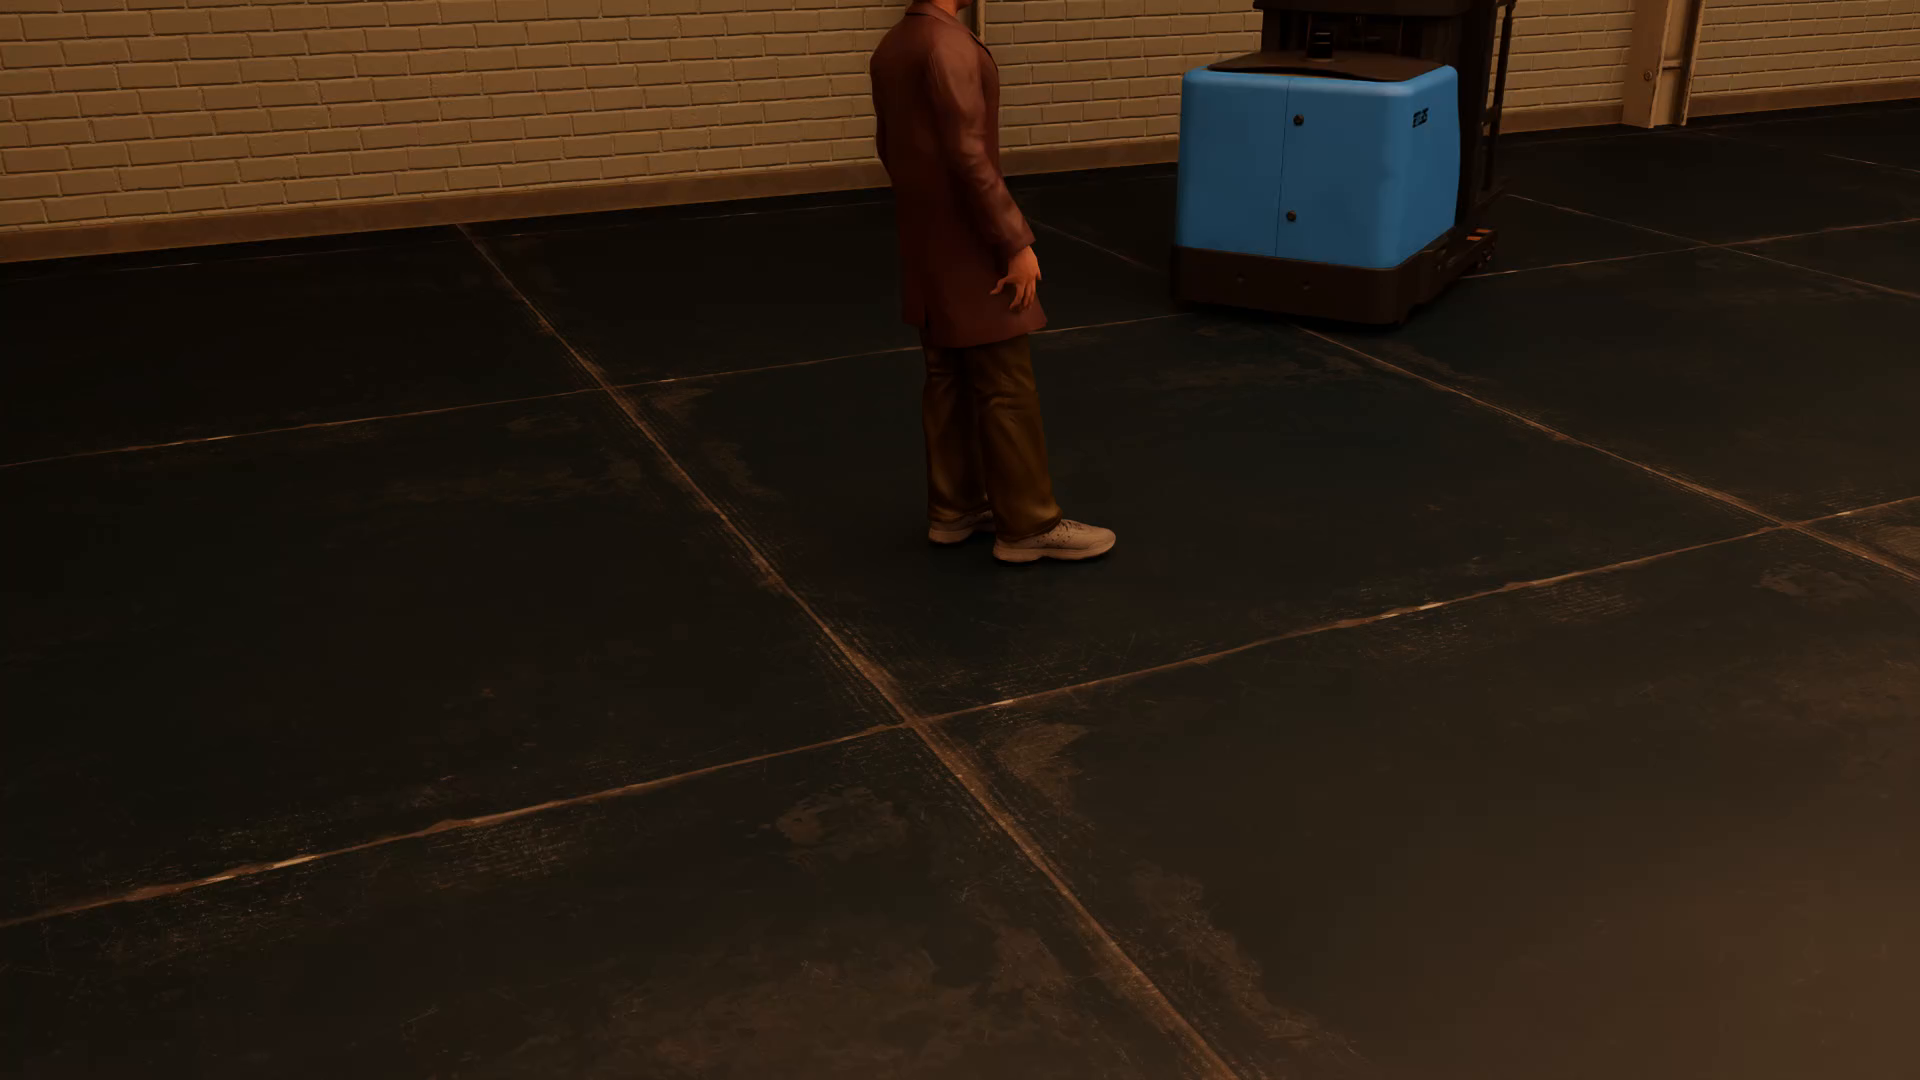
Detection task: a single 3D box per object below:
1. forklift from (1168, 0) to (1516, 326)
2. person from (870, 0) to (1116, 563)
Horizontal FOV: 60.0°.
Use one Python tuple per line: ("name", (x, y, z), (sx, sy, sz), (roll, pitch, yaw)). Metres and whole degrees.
("forklift", (2.118, -2.802, 8.031), (1.130, 2.935, 3.031), (12, 26, 27))
("person", (0.084, -0.841, 4.794), (0.582, 1.776, 0.694), (-10, 25, -23))
